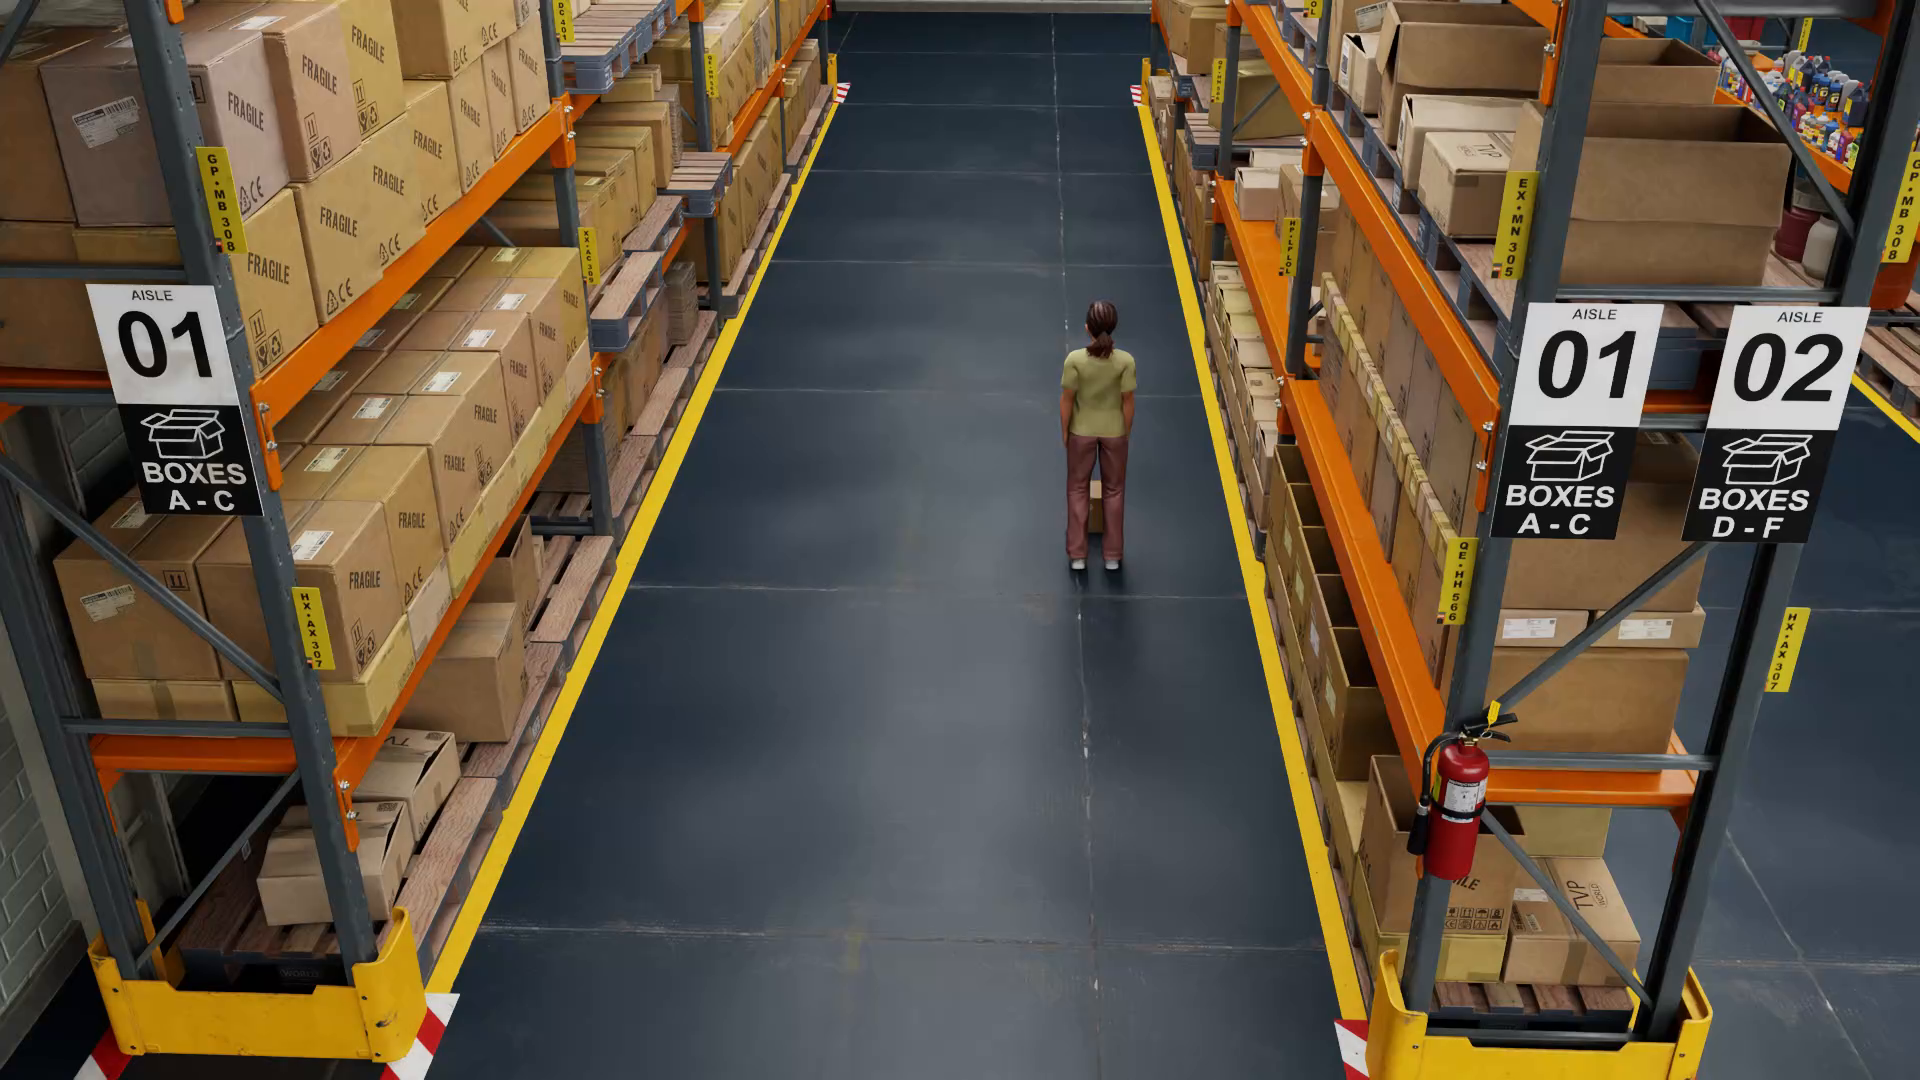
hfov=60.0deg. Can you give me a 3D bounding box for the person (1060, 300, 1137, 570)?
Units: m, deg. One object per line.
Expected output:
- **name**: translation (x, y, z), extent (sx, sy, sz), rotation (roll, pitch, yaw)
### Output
- **person**: translation (0.801, -0.606, 9.778), extent (0.441, 1.676, 0.347), rotation (2, 28, 3)
